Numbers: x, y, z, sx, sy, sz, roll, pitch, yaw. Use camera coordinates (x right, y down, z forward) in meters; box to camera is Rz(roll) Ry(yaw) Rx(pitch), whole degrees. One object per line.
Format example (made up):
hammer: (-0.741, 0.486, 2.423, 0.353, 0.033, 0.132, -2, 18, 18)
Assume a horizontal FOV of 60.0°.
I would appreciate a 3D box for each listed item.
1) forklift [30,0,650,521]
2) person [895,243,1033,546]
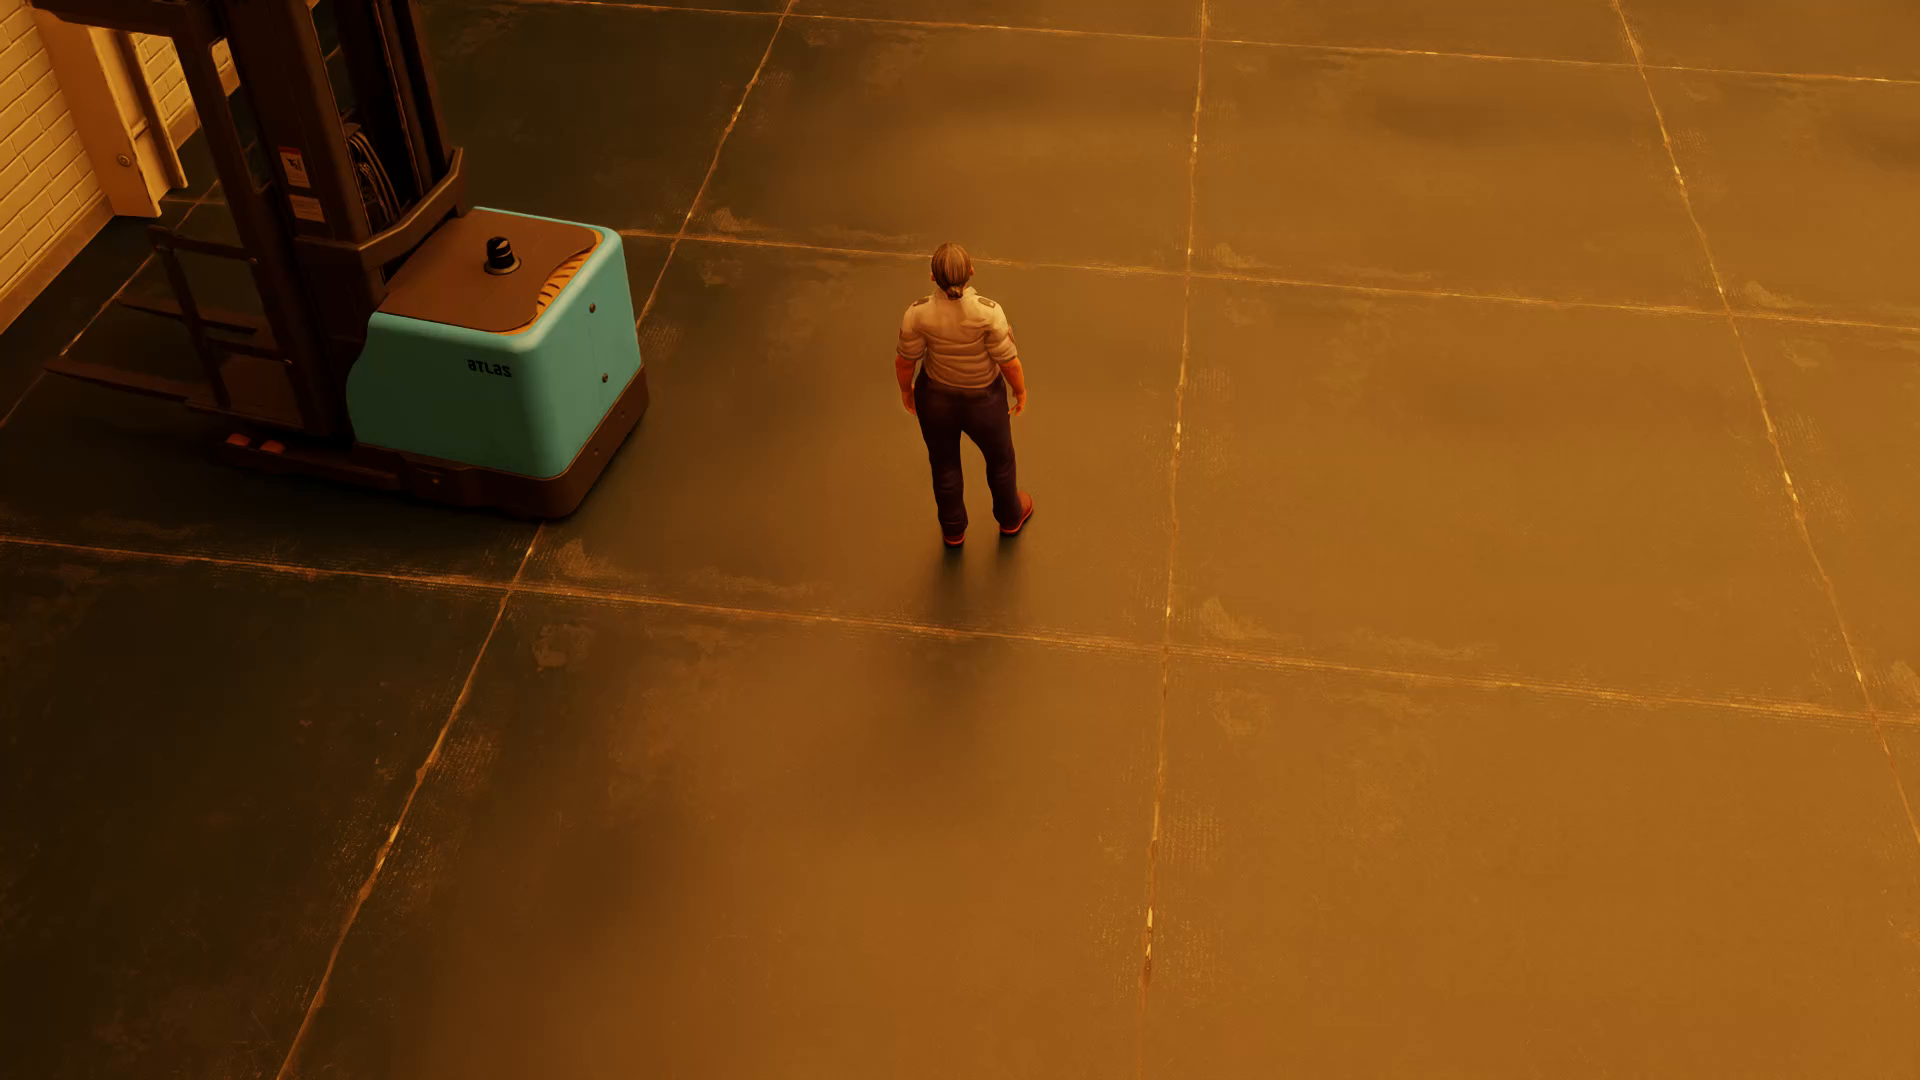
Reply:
forklift: (-3.172, -1.738, 7.617, 3.031, 2.935, 1.130, 11, 44, 12)
person: (0.035, -0.670, 7.393, 0.598, 1.651, 0.502, 5, 43, 6)
